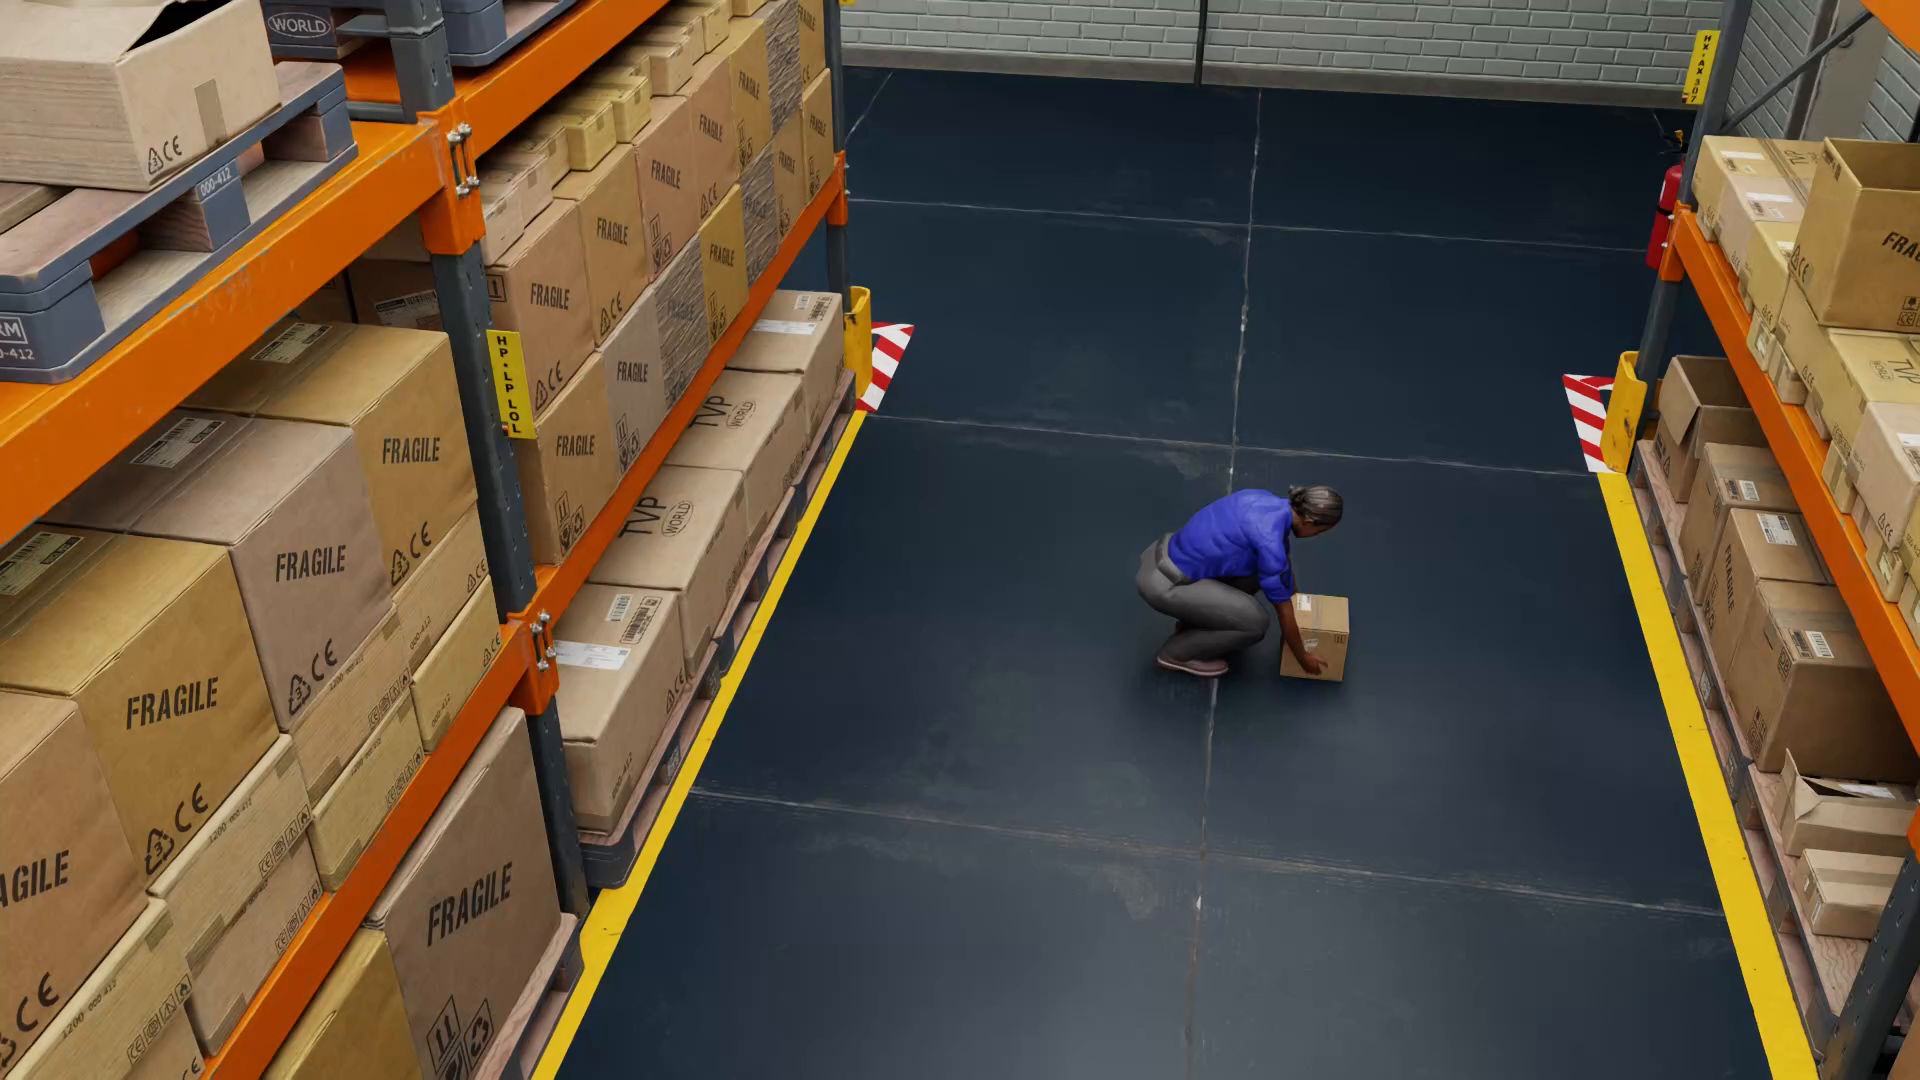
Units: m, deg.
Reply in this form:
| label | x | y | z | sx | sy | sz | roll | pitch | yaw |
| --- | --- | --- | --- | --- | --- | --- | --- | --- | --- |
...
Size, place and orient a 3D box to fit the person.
| label | x | y | z | sx | sy | sz | roll | pitch | yaw |
| --- | --- | --- | --- | --- | --- | --- | --- | --- | --- |
| person | 1.121 | 0.137 | 6.726 | 0.810 | 0.811 | 0.478 | 5 | 33 | 8 |
